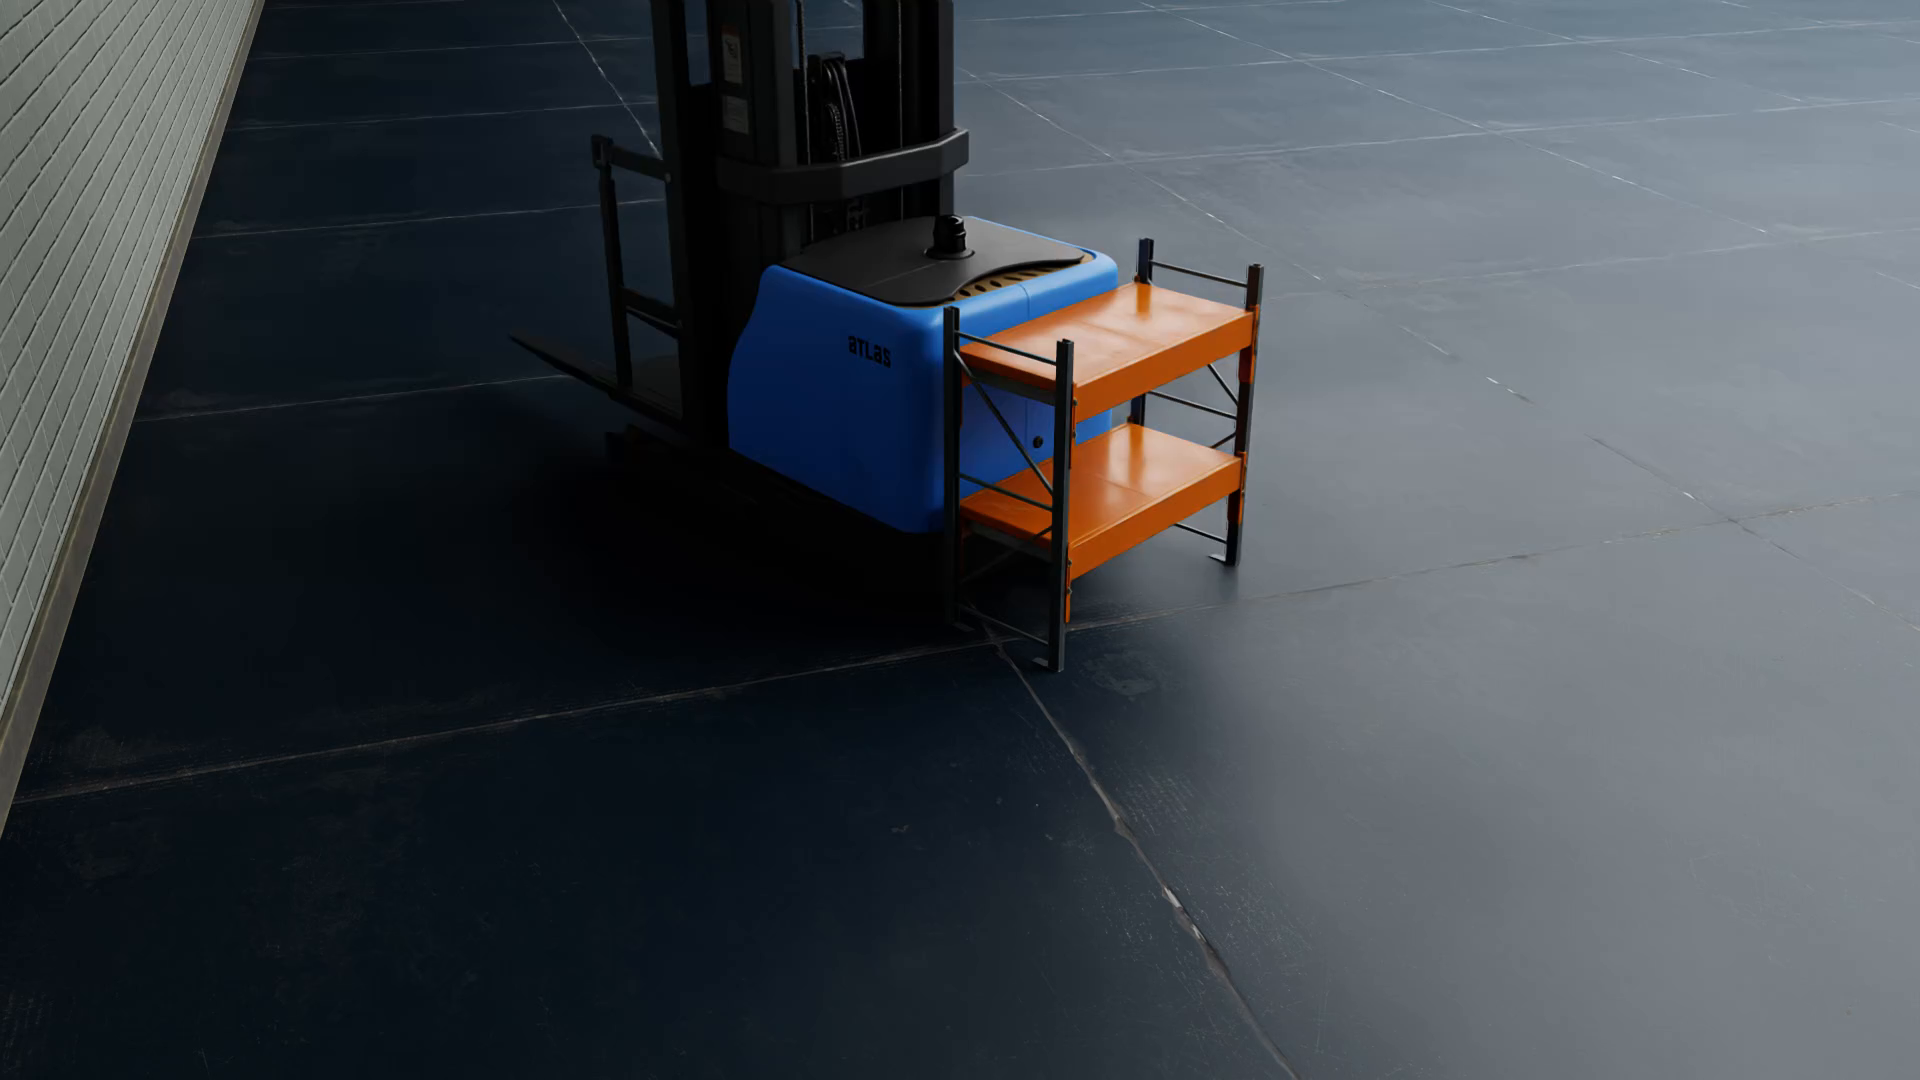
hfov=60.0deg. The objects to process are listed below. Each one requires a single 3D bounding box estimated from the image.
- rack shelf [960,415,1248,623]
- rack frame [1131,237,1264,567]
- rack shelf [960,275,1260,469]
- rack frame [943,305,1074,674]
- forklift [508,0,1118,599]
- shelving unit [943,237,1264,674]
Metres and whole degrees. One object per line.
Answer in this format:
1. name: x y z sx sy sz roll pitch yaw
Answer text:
1. rack shelf: 0.484 -0.099 5.735 0.538 0.278 1.000 22 34 37
2. rack frame: 0.826 -0.486 5.963 0.500 1.125 0.032 22 34 37
3. rack shelf: 0.484 -0.580 5.496 0.538 0.278 1.000 22 34 37
4. rack frame: 0.142 -0.151 5.289 0.500 1.125 0.032 22 34 37
5. forklift: -0.803 -1.677 6.332 1.130 2.935 3.031 -23 34 -38
6. shelving unit: 0.484 -0.318 5.626 0.538 1.125 1.048 22 34 37
